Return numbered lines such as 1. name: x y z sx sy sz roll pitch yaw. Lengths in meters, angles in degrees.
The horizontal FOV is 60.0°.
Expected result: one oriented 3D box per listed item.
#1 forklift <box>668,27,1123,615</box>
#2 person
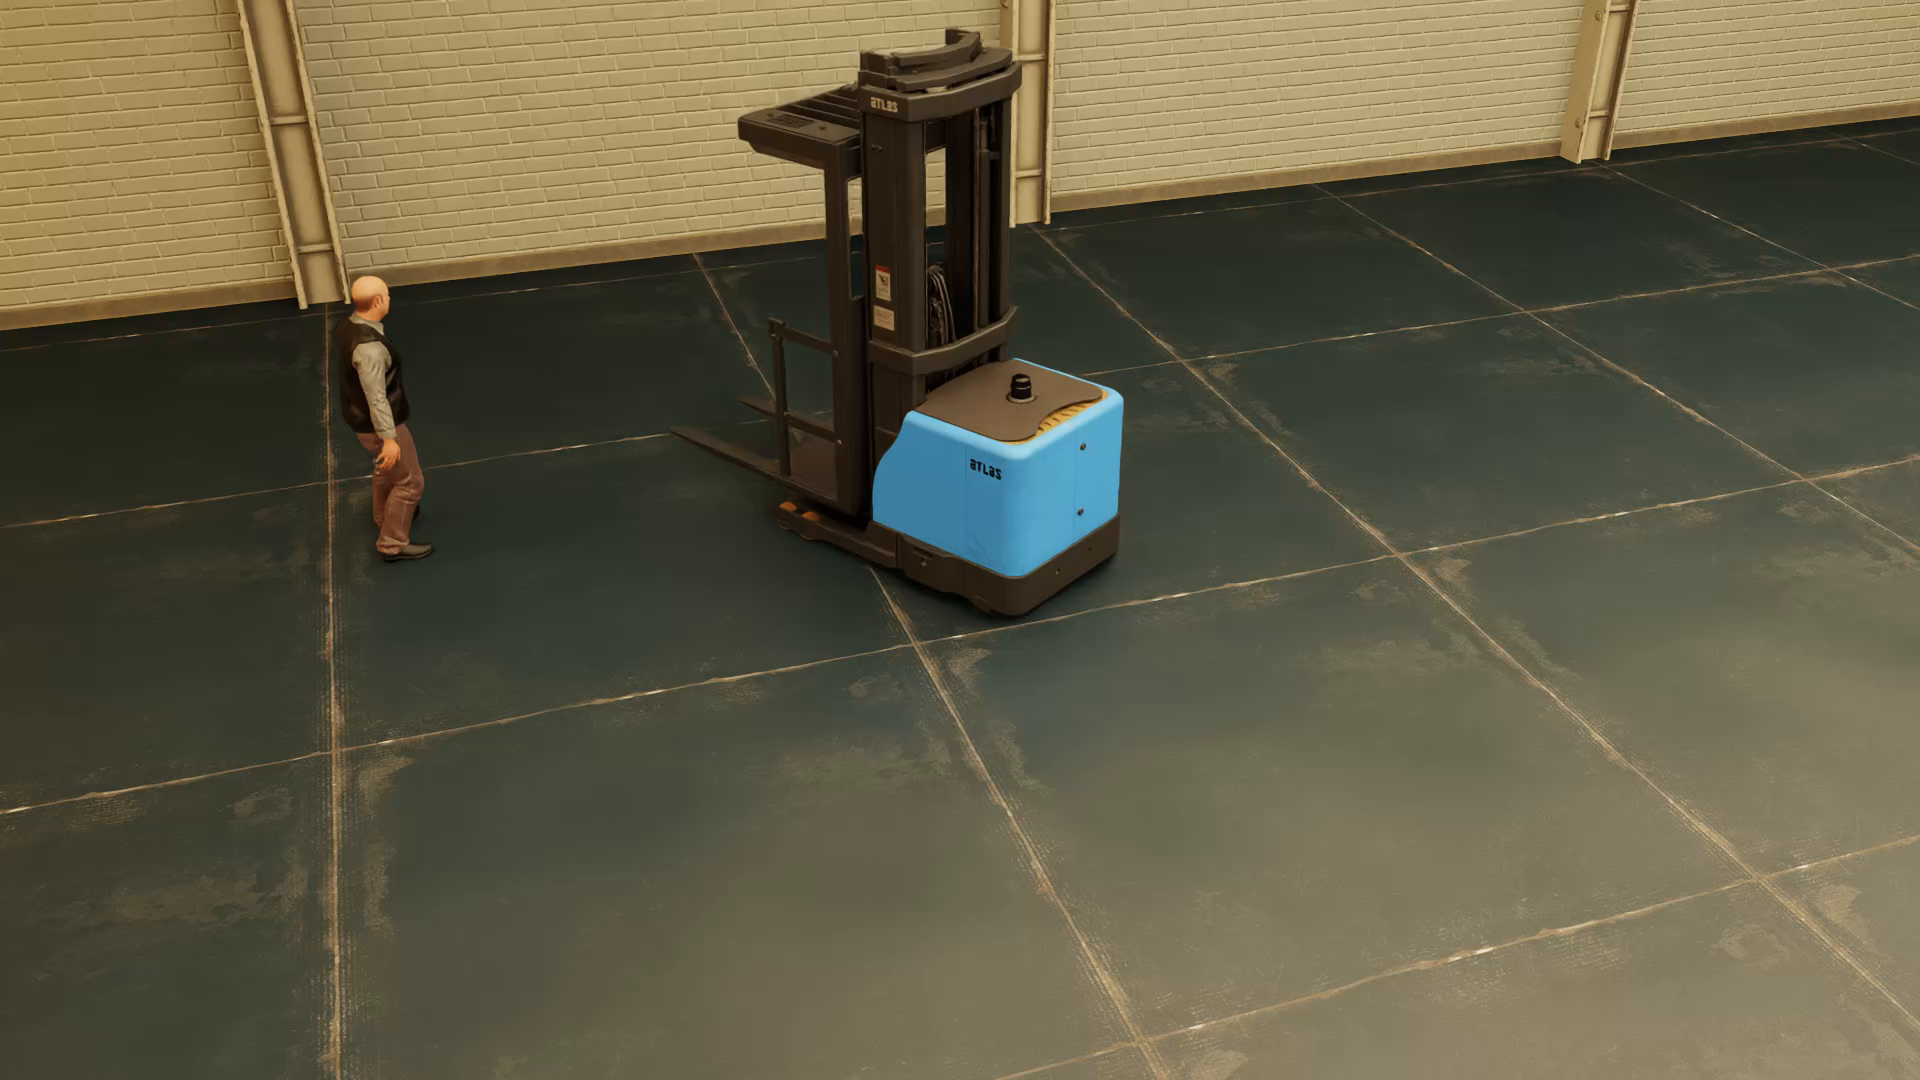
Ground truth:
1. forklift: -0.526 -1.454 9.613 3.031 2.935 1.130 22 37 34
2. person: -3.324 -0.702 9.547 0.395 1.696 0.795 -18 34 -28
